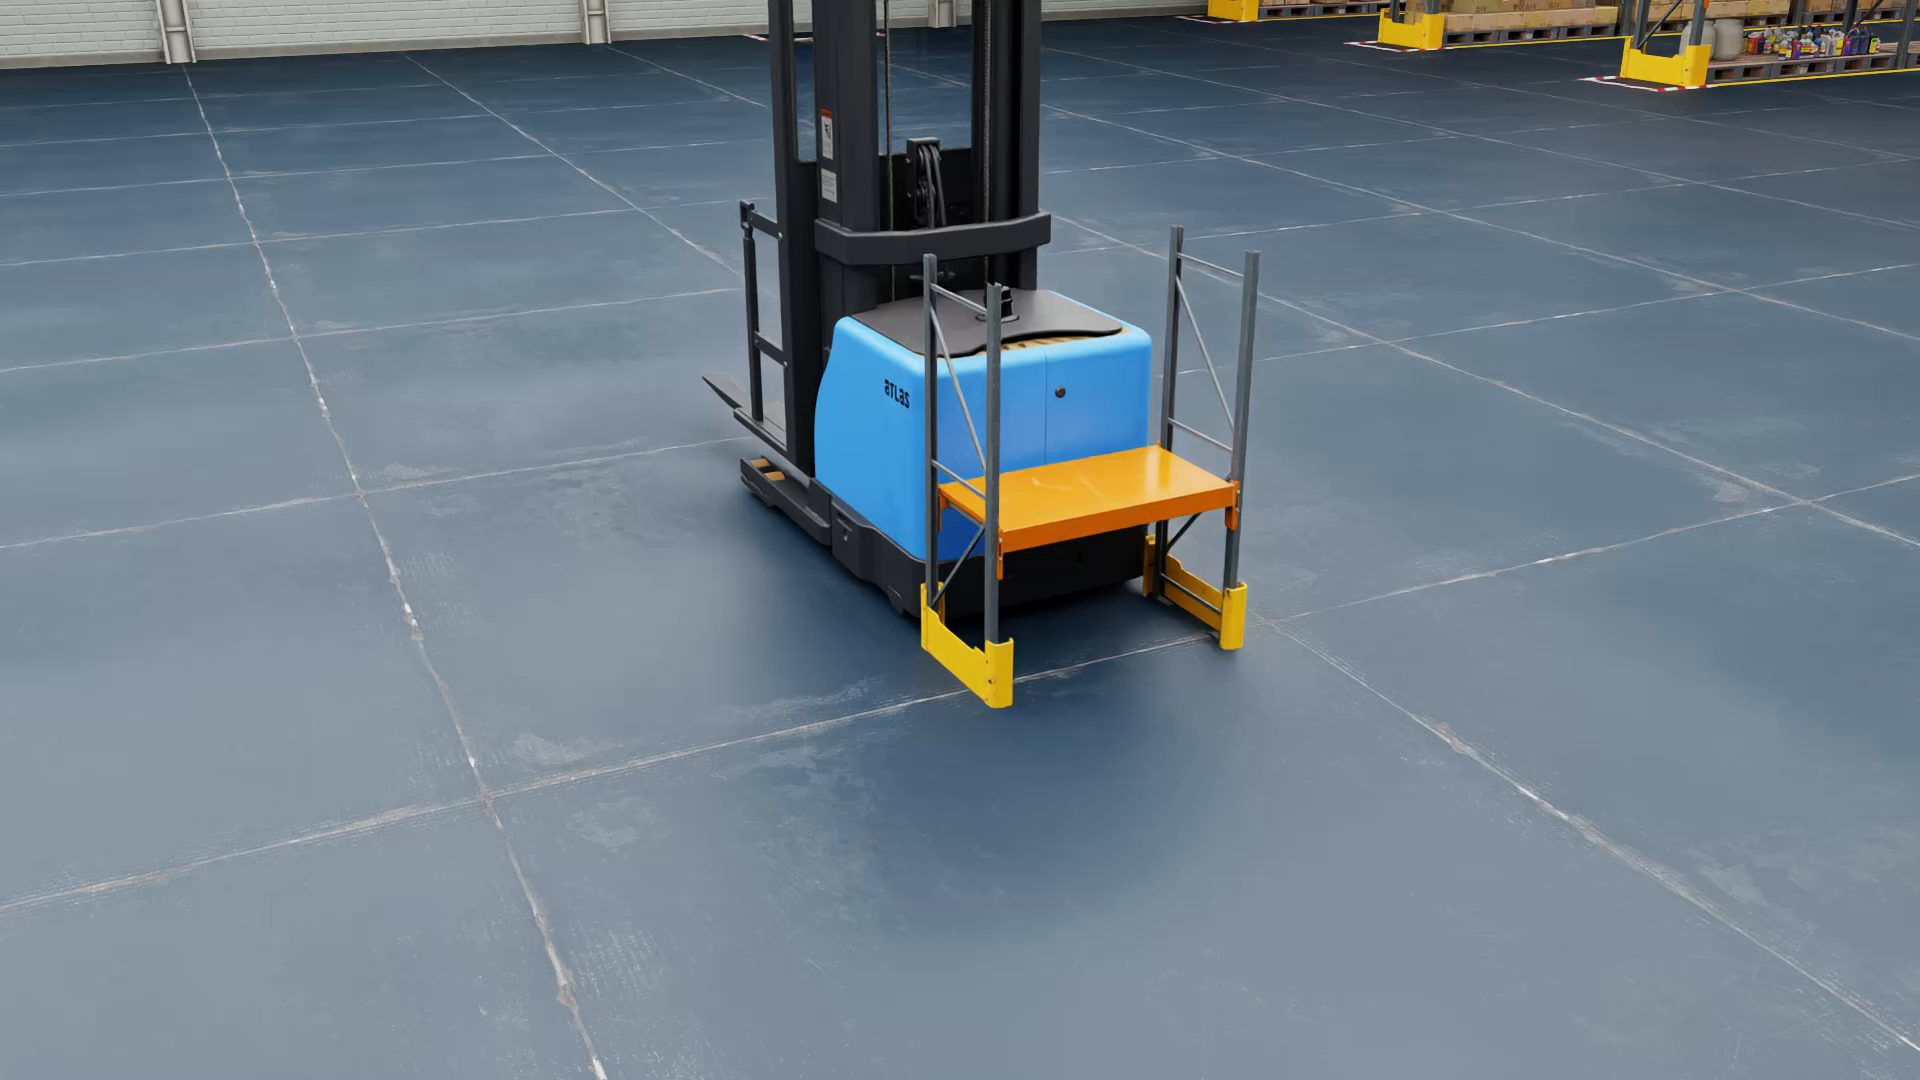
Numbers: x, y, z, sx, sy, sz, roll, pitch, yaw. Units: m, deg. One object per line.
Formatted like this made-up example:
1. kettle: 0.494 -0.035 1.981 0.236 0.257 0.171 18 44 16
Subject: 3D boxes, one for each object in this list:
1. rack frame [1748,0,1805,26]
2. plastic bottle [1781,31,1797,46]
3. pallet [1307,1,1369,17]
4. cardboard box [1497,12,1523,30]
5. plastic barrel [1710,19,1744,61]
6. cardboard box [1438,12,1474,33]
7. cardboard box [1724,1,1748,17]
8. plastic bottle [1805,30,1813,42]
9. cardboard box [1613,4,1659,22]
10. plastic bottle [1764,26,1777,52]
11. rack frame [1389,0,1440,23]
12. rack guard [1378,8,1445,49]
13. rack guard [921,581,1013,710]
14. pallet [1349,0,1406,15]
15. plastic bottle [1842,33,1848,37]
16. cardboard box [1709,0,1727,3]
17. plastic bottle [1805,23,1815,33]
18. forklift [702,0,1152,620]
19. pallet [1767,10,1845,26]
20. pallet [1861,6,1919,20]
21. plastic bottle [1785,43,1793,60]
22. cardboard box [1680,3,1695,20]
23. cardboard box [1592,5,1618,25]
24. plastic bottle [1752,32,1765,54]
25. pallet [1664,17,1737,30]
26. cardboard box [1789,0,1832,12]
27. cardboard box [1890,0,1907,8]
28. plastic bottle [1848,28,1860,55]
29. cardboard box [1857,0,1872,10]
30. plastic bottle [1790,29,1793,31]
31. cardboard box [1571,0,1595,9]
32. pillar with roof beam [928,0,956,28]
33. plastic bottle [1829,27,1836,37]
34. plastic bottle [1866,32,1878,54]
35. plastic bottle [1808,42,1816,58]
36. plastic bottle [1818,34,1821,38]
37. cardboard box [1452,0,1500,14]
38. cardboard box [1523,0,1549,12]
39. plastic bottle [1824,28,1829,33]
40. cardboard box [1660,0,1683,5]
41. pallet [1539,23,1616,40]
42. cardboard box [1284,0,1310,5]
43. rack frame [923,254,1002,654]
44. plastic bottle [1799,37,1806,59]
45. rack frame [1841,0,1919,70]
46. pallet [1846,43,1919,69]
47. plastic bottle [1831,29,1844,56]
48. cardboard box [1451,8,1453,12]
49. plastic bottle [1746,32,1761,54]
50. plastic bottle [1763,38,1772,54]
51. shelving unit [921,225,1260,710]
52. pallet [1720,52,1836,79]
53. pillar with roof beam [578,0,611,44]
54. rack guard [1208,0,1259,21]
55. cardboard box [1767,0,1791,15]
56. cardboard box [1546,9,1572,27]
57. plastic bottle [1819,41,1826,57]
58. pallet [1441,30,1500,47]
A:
1. rack frame: 14.203 -10.405 28.465 0.127 3.000 1.000 -10 25 -24
2. plastic bottle: 11.370 -6.839 22.837 0.135 0.276 0.152 -10 25 -24
3. pallet: 6.756 -9.832 30.727 1.213 0.211 1.003 -10 25 -24
4. cardboard box: 8.473 -8.181 26.138 0.500 0.250 0.500 -10 25 -24
5. plastic barrel: 10.150 -6.634 22.058 0.421 0.512 0.421 0 22 0
6. cardboard box: 7.574 -8.014 25.735 0.500 0.250 0.500 -10 25 -24
7. cardboard box: 12.917 -8.988 28.088 0.500 0.250 0.500 -10 24 -22
8. plastic bottle: 11.758 -6.920 23.038 0.097 0.271 0.097 0 22 0
9. cardboard box: 11.069 -8.647 27.263 0.500 0.250 0.500 -11 25 -25
10. plastic bottle: 11.115 -6.890 22.861 0.185 0.351 0.144 -9 24 -21
11. rack frame: 6.994 -9.078 25.259 0.127 3.000 1.000 -10 25 -24
12. rack guard: 6.972 -7.919 25.728 0.348 0.500 1.175 -10 25 -24
13. rack guard: 0.020 0.373 6.020 0.087 0.250 0.587 -11 25 -25
14. pallet: 7.857 -10.036 31.220 1.213 0.211 1.003 -10 25 -24
15. plastic bottle: 12.028 -6.788 22.712 0.135 0.276 0.152 -10 25 -24
16. cardboard box: 12.463 -9.163 27.776 0.500 0.311 0.500 -10 24 -22
17. plastic bottle: 11.836 -7.023 23.181 0.185 0.351 0.144 -10 24 -22
18. forklift: -0.369 -1.572 7.216 1.130 2.935 3.031 -11 25 -25
19. pallet: 14.892 -9.228 29.266 1.213 0.211 1.003 -10 25 -24
20. pallet: 17.090 -9.632 30.244 1.213 0.211 1.003 -10 25 -24
21. plastic bottle: 11.001 -6.491 22.094 0.097 0.201 0.097 0 22 0
22. cardboard box: 11.996 -8.818 27.677 0.500 0.250 0.500 -11 25 -25
23. cardboard box: 10.275 -8.513 26.940 0.500 0.250 0.500 -10 25 -24
24. plastic bottle: 10.889 -6.770 22.660 0.133 0.283 0.061 -10 25 -24
25. pallet: 12.346 -8.793 28.216 1.213 0.211 1.003 -10 25 -24
26. cardboard box: 14.737 -9.431 28.804 0.500 0.500 0.500 -9 24 -21
27. cardboard box: 16.585 -9.774 29.634 0.500 0.500 0.500 -10 25 -23
28. plastic bottle: 12.115 -6.775 22.585 0.185 0.351 0.144 -12 25 -26
29. cardboard box: 15.660 -9.601 29.215 0.500 0.500 0.500 -11 25 -24
30. plastic bottle: 11.499 -6.947 23.087 0.133 0.283 0.061 -9 24 -21
31. cardboard box: 9.820 -8.781 26.606 0.500 0.500 0.500 -10 25 -24
32. pillar with roof beam: 1.559 -11.492 23.247 0.400 9.000 9.100 -10 25 -24
33. plastic bottle: 12.266 -7.075 23.412 0.097 0.271 0.097 0 22 0
34. plastic bottle: 12.453 -6.789 22.705 0.133 0.283 0.061 -9 24 -21
35. plastic bottle: 11.396 -6.564 22.269 0.097 0.201 0.097 0 22 0
36. plastic bottle: 11.629 -6.702 22.495 0.133 0.283 0.061 -10 25 -24
37. cardboard box: 8.023 -8.444 25.793 0.500 0.500 0.500 -10 25 -24
38. cardboard box: 8.926 -8.609 26.190 0.500 0.500 0.500 -10 25 -24
39. plastic bottle: 12.033 -6.981 23.169 0.133 0.283 0.061 -10 25 -24
40. cardboard box: 11.532 -8.988 27.355 0.500 0.311 0.500 -11 25 -24
41. pallet: 9.864 -8.336 27.112 1.213 0.211 1.003 -10 25 -24
42. cardboard box: 6.018 -9.924 30.243 0.500 0.311 0.500 -8 24 -19
43. rack frame: 0.003 -0.200 5.771 0.032 1.500 0.500 -11 25 -25
44. plastic bottle: 11.217 -6.563 22.176 0.097 0.271 0.097 0 22 0
45. rack frame: 12.743 -8.034 22.737 0.127 3.000 1.000 -10 25 -24
46. pallet: 13.434 -6.889 23.617 1.213 0.211 1.003 -10 25 -24
47. plastic bottle: 11.824 -6.722 22.455 0.185 0.351 0.144 -11 25 -24
48. cardboard box: 7.794 -8.280 26.376 0.500 0.250 0.500 -10 25 -24
49. plastic bottle: 10.843 -6.803 22.750 0.135 0.276 0.152 -10 25 -23
50. plastic bottle: 11.039 -6.752 22.723 0.097 0.201 0.097 0 22 0
51. shelving unit: 0.461 -0.292 5.993 1.083 1.500 0.587 -11 25 -25
52. pallet: 11.019 -6.445 22.543 1.213 0.211 1.003 -10 25 -24
53. pillar with roof beam: -3.848 -10.497 20.843 0.400 9.000 9.100 -10 25 -24
54. rack guard: 4.911 -9.642 29.891 0.348 0.500 1.175 -10 25 -24
55. cardboard box: 13.834 -9.158 28.497 0.500 0.250 0.500 -10 24 -22
56. cardboard box: 9.376 -8.346 26.535 0.500 0.250 0.500 -10 25 -24
57. plastic bottle: 11.581 -6.598 22.352 0.097 0.201 0.097 0 22 0
58. pallet: 7.665 -7.931 26.134 1.213 0.211 1.003 -10 25 -24
